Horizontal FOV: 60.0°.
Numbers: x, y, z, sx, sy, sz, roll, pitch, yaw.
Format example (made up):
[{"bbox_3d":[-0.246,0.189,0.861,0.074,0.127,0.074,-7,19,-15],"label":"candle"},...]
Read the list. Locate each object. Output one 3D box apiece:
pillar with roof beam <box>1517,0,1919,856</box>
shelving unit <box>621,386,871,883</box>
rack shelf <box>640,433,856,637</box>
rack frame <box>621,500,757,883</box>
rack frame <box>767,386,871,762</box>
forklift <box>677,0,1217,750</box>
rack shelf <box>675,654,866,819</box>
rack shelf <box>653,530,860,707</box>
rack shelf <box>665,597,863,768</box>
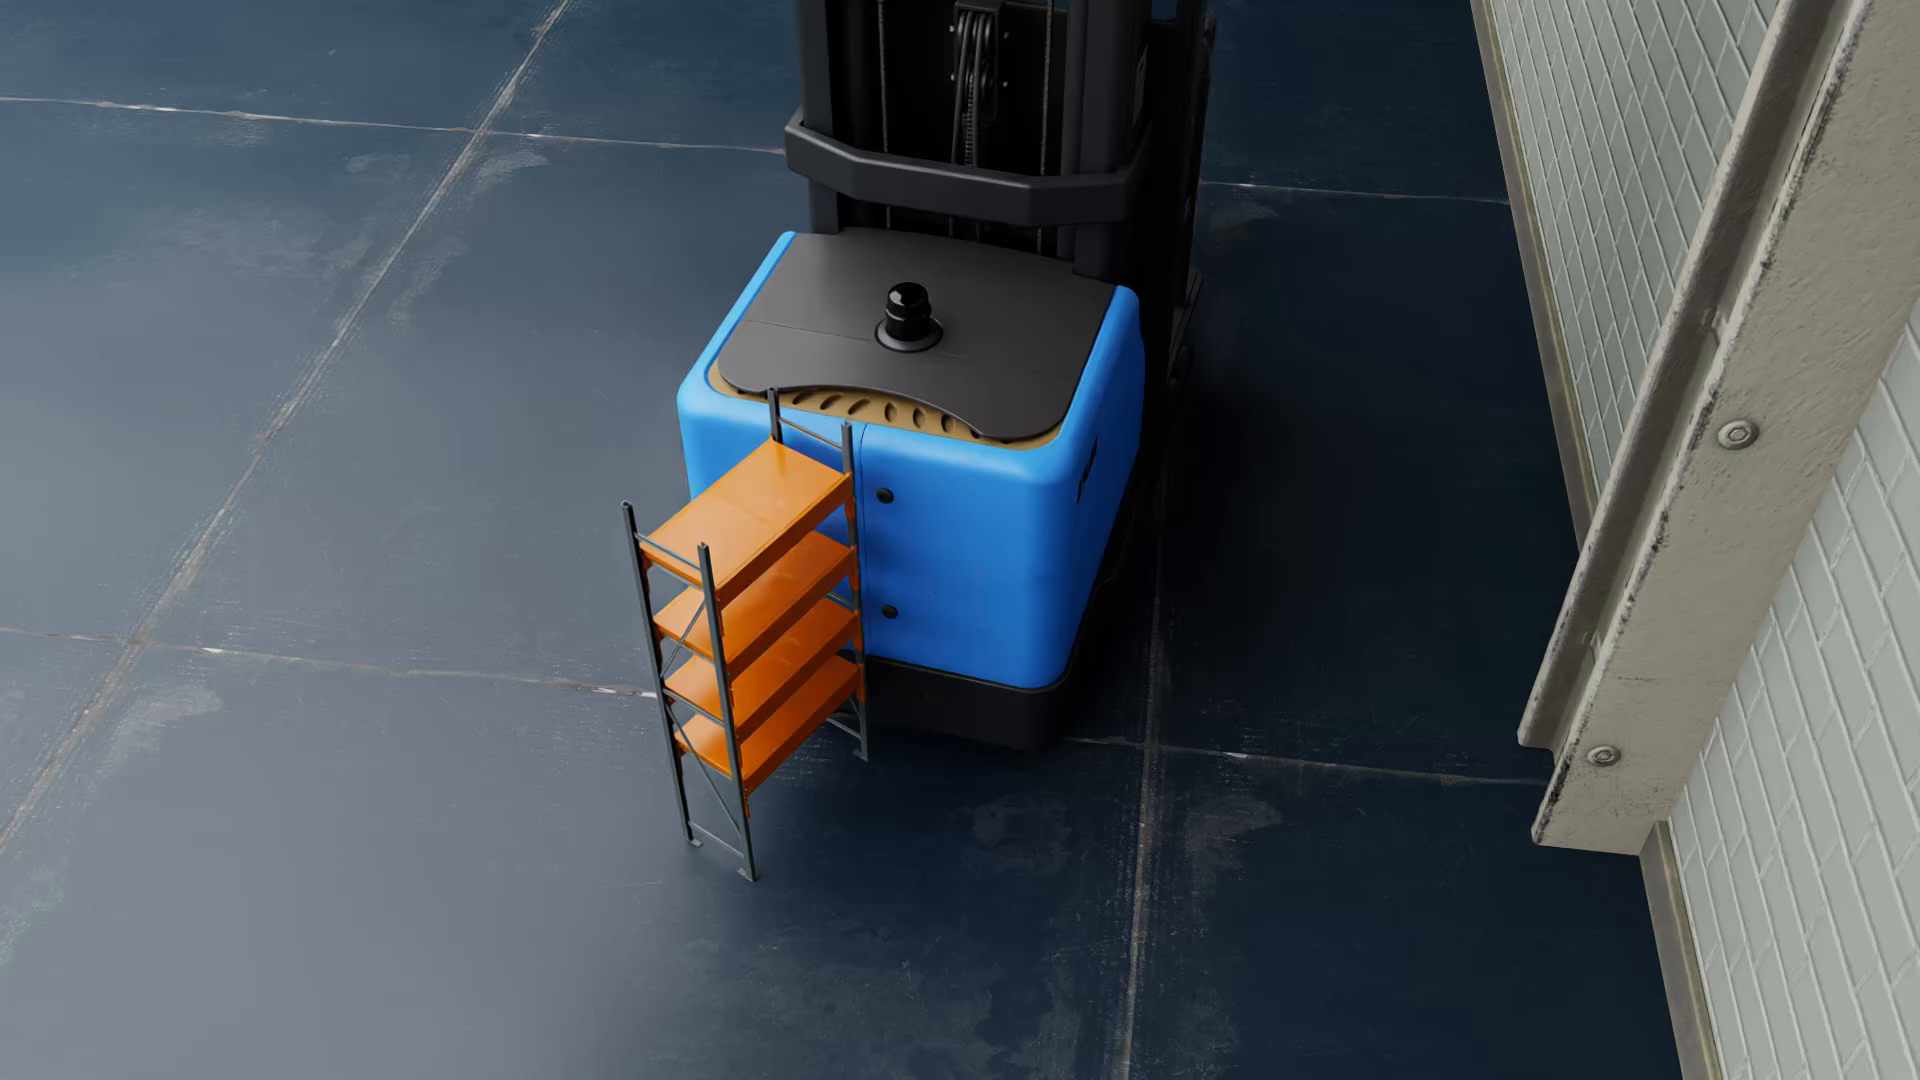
[{"bbox_3d":[-2.570,-2.976,1.848,9.100,9.000,0.400,5,44,6],"label":"pillar with roof beam"},{"bbox_3d":[-0.489,0.265,4.098,0.258,1.200,0.503,26,49,25],"label":"shelving unit"},{"bbox_3d":[-0.489,-0.021,3.828,0.258,0.148,0.480,26,49,25],"label":"rack shelf"},{"bbox_3d":[-0.630,0.401,3.953,0.240,1.200,0.015,26,49,25],"label":"rack frame"},{"bbox_3d":[-0.348,0.128,4.242,0.240,1.200,0.015,26,49,25],"label":"rack frame"},{"bbox_3d":[0.184,-1.520,4.723,1.130,2.935,3.031,11,45,12],"label":"forklift"},{"bbox_3d":[-0.489,0.458,4.281,0.258,0.148,0.480,26,49,25],"label":"rack shelf"},{"bbox_3d":[-0.489,0.151,3.990,0.258,0.148,0.480,26,49,25],"label":"rack shelf"},{"bbox_3d":[-0.489,0.314,4.144,0.258,0.148,0.480,26,49,25],"label":"rack shelf"}]
